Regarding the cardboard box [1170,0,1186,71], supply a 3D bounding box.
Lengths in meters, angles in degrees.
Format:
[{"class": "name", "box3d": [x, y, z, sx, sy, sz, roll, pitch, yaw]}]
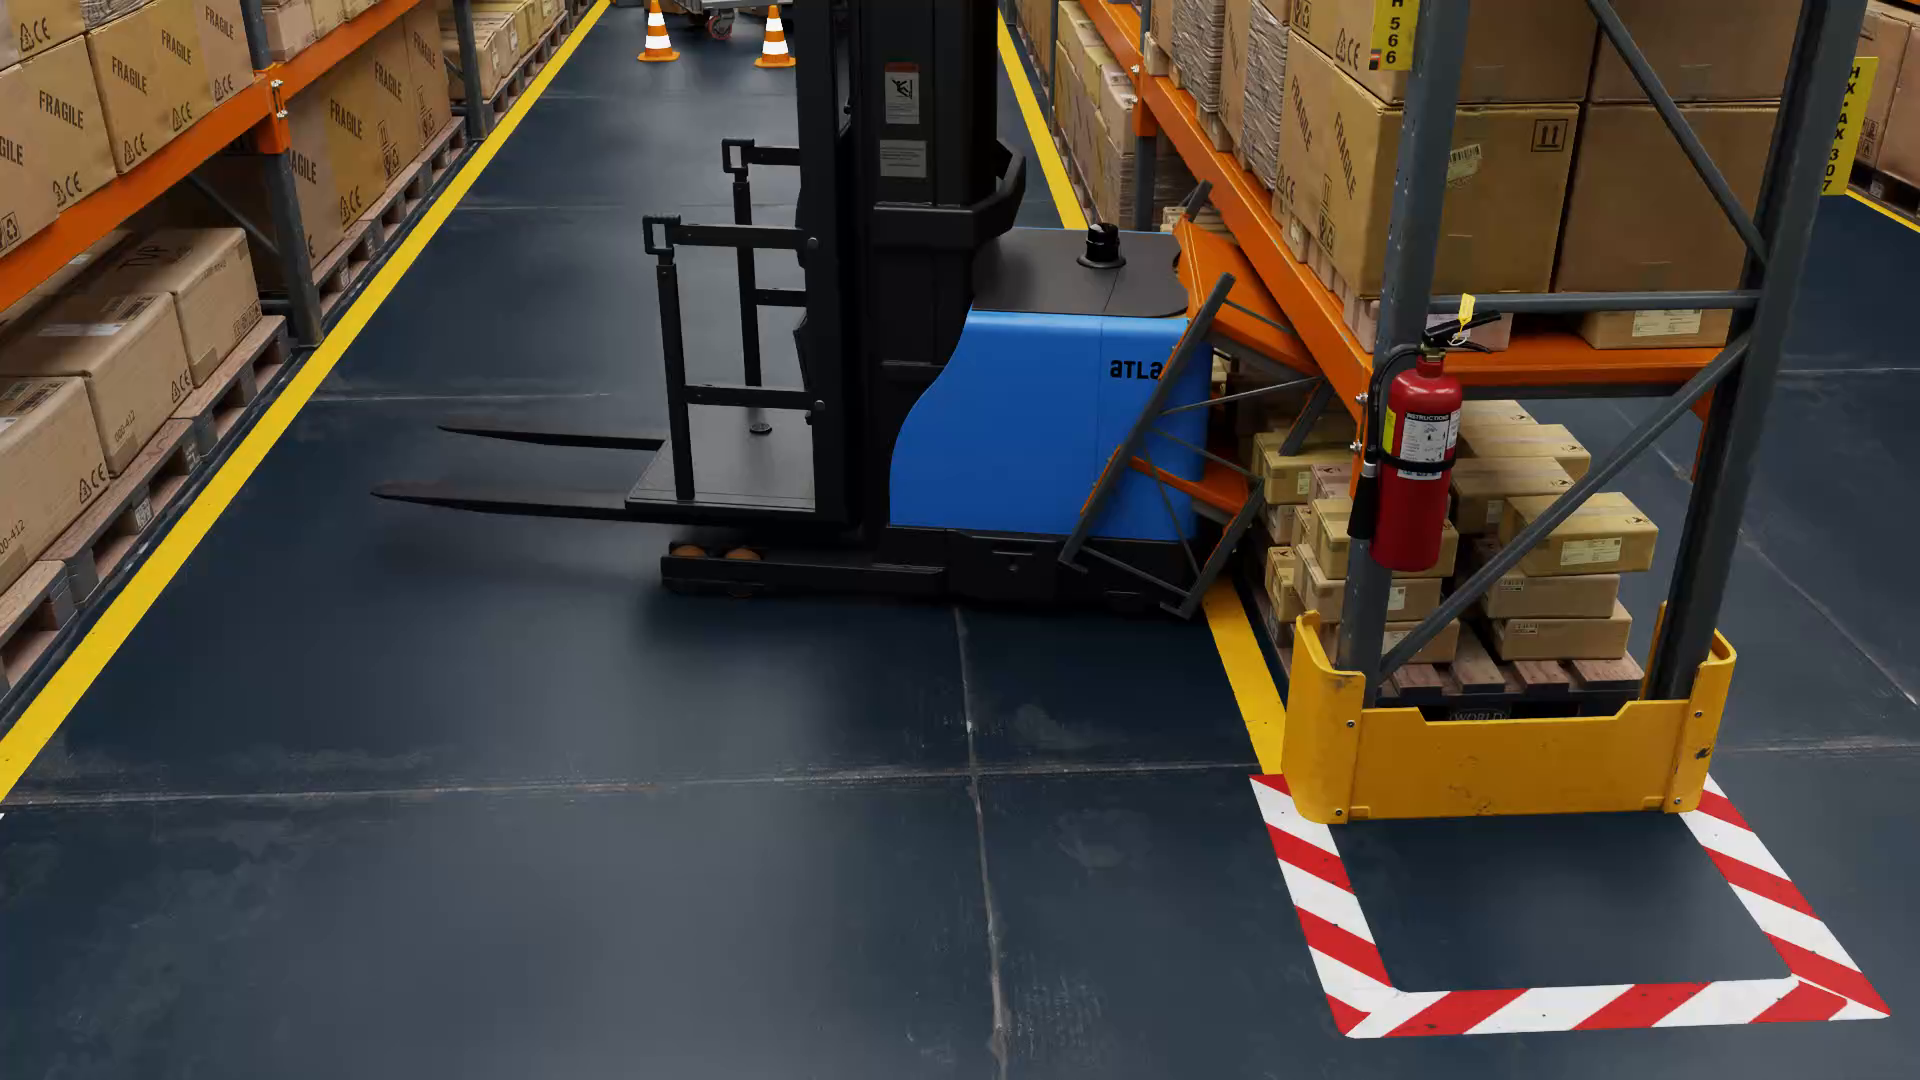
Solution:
[{"class": "cardboard box", "box3d": [1.148, -2.143, 6.685, 0.500, 0.500, 0.500, -1, 28, -3]}]

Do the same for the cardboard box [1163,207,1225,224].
[{"class": "cardboard box", "box3d": [1.152, -1.451, 7.775, 0.380, 0.149, 0.250, 0, 28, -1]}]

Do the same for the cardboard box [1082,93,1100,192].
[{"class": "cardboard box", "box3d": [1.002, -2.317, 9.698, 0.500, 0.500, 0.500, -2, 28, -4]}]

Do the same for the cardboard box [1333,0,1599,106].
[{"class": "cardboard box", "box3d": [1.277, -1.407, 4.194, 0.500, 0.500, 0.500, -2, 28, -4]}]

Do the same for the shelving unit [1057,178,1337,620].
[{"class": "shelving unit", "box3d": [0.826, -0.516, 5.824, 0.538, 1.125, 1.048, 24, 27, -9]}]

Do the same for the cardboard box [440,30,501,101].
[{"class": "cardboard box", "box3d": [-3.826, -3.393, 11.899, 0.950, 0.372, 0.625, -3, 28, -6]}]

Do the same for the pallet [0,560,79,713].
[{"class": "pallet", "box3d": [-3.508, 0.453, 5.154, 1.003, 0.211, 1.213, -1, 28, -3]}]

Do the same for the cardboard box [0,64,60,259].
[{"class": "cardboard box", "box3d": [-3.189, -1.157, 5.117, 0.500, 0.500, 0.500, -2, 28, -3]}]

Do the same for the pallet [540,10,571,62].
[{"class": "pallet", "box3d": [-3.973, -4.362, 14.385, 1.003, 0.211, 1.213, -1, 28, -3]}]

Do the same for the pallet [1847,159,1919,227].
[{"class": "pallet", "box3d": [6.117, -2.186, 10.212, 1.003, 0.211, 1.213, -1, 28, -3]}]

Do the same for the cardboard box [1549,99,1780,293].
[{"class": "cardboard box", "box3d": [1.802, -0.973, 4.441, 0.500, 0.500, 0.500, 0, 28, 0]}]

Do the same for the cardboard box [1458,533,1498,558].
[{"class": "cardboard box", "box3d": [1.821, -0.012, 5.337, 0.380, 0.149, 0.250, -2, 28, -3]}]

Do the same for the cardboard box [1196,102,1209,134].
[{"class": "cardboard box", "box3d": [1.139, -1.696, 6.531, 0.380, 0.149, 0.250, -1, 28, -2]}]

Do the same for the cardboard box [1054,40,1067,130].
[{"class": "cardboard box", "box3d": [0.914, -3.022, 11.049, 0.500, 0.500, 0.500, -3, 28, -5]}]

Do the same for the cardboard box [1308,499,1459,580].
[{"class": "cardboard box", "box3d": [1.269, -0.007, 5.005, 0.380, 0.149, 0.250, -1, 28, -2]}]

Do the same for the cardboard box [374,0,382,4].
[{"class": "cardboard box", "box3d": [-3.413, -3.114, 9.138, 0.500, 0.250, 0.500, -2, 28, -3]}]

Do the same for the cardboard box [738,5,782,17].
[{"class": "cardboard box", "box3d": [-1.914, -5.174, 15.883, 0.258, 0.266, 0.396, -23, 35, -37]}]

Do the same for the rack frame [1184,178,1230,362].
[{"class": "rack frame", "box3d": [0.859, -0.754, 6.272, 0.500, 1.125, 0.032, 24, 27, -9]}]

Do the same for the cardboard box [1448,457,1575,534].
[{"class": "cardboard box", "box3d": [1.727, -0.143, 5.266, 0.380, 0.149, 0.250, -1, 28, -2]}]

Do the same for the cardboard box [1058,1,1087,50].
[{"class": "cardboard box", "box3d": [0.926, -3.363, 10.892, 0.500, 0.250, 0.500, -3, 28, -5]}]

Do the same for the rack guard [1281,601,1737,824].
[{"class": "rack guard", "box3d": [1.546, 0.491, 4.768, 1.175, 0.500, 0.348, -1, 28, -3]}]

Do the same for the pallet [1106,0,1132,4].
[{"class": "pallet", "box3d": [1.276, -3.279, 9.500, 1.003, 0.211, 1.213, -1, 28, -3]}]

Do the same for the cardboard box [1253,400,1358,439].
[{"class": "cardboard box", "box3d": [1.223, -0.362, 5.685, 0.380, 0.149, 0.250, -2, 28, -5]}]

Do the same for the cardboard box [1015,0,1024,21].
[{"class": "cardboard box", "box3d": [1.045, -5.028, 14.626, 1.050, 0.750, 0.750, -2, 28, -3]}]

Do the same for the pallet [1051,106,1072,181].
[{"class": "pallet", "box3d": [1.171, -2.680, 11.159, 1.003, 0.211, 1.213, -1, 28, -3]}]

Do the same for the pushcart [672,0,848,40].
[{"class": "pushcart", "box3d": [-1.741, -4.873, 15.186, 1.648, 0.377, 0.936, -11, 30, -20]}]

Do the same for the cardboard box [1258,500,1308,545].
[{"class": "cardboard box", "box3d": [1.208, -0.113, 5.531, 0.380, 0.149, 0.250, -2, 28, -5]}]

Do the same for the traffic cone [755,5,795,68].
[{"class": "traffic cone", "box3d": [-1.538, -4.185, 13.773, 0.336, 0.463, 0.334, -1, 28, -3]}]

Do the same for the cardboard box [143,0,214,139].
[{"class": "cardboard box", "box3d": [-3.285, -1.862, 6.469, 0.500, 0.500, 0.500, -2, 28, -4]}]

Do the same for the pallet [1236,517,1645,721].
[{"class": "pallet", "box3d": [1.539, 0.243, 5.556, 1.003, 0.211, 1.213, -1, 28, -3]}]

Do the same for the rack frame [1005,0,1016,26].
[{"class": "rack frame", "box3d": [0.923, -6.124, 14.748, 1.000, 3.000, 0.127, -1, 28, -3]}]

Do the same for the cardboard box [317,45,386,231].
[{"class": "cardboard box", "box3d": [-3.764, -2.209, 9.085, 0.875, 0.875, 0.875, -1, 28, -1]}]

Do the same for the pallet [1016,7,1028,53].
[{"class": "pallet", "box3d": [1.039, -4.533, 14.713, 1.003, 0.211, 1.213, -1, 28, -3]}]

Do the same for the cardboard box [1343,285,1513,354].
[{"class": "cardboard box", "box3d": [1.250, -0.615, 4.457, 0.380, 0.149, 0.250, -1, 28, -3]}]

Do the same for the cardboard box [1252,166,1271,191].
[{"class": "cardboard box", "box3d": [1.241, -1.334, 5.836, 0.380, 0.149, 0.250, -1, 28, -2]}]

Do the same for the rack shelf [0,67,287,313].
[{"class": "rack shelf", "box3d": [-3.493, -1.021, 5.742, 1.077, 0.370, 4.000, -1, 28, -3]}]

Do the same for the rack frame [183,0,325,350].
[{"class": "rack frame", "box3d": [-3.597, -2.263, 7.346, 1.000, 3.000, 0.127, -1, 28, -3]}]

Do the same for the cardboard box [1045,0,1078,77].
[{"class": "cardboard box", "box3d": [1.190, -3.749, 12.173, 1.050, 0.750, 0.750, -2, 28, -3]}]

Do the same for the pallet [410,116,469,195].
[{"class": "pallet", "box3d": [-3.840, -2.508, 10.831, 1.003, 0.211, 1.213, -1, 28, -3]}]

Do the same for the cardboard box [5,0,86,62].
[{"class": "cardboard box", "box3d": [-3.224, -1.839, 5.342, 0.500, 0.500, 0.500, -1, 28, -2]}]

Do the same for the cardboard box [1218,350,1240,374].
[{"class": "cardboard box", "box3d": [1.208, -0.729, 6.390, 0.380, 0.149, 0.250, -1, 28, -2]}]

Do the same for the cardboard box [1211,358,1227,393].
[{"class": "cardboard box", "box3d": [1.131, -0.597, 6.459, 0.380, 0.149, 0.250, -1, 28, -2]}]

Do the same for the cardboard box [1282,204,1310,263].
[{"class": "cardboard box", "box3d": [1.210, -0.963, 5.125, 0.380, 0.149, 0.250, -1, 28, -1]}]

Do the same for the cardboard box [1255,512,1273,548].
[{"class": "cardboard box", "box3d": [1.246, -0.097, 5.821, 0.380, 0.149, 0.250, -1, 28, -2]}]

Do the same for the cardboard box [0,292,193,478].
[{"class": "cardboard box", "box3d": [-3.624, -0.608, 6.488, 0.875, 0.438, 0.875, -2, 28, -4]}]

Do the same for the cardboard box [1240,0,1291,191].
[{"class": "cardboard box", "box3d": [1.211, -1.432, 5.322, 0.500, 0.500, 0.500, -1, 28, -2]}]

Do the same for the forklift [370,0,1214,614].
[{"class": "forklift", "box3d": [-0.622, -1.337, 5.644, 3.031, 2.935, 1.130, 3, 28, 7]}]

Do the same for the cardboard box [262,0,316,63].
[{"class": "cardboard box", "box3d": [-3.357, -2.407, 7.783, 0.500, 0.250, 0.500, -2, 28, -4]}]

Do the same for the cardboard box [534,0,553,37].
[{"class": "cardboard box", "box3d": [-3.944, -4.405, 13.840, 0.950, 0.372, 0.625, 0, 28, 1]}]

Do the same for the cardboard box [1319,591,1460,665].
[{"class": "cardboard box", "box3d": [1.314, 0.257, 5.142, 0.380, 0.149, 0.250, -1, 28, -2]}]

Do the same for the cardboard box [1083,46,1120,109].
[{"class": "cardboard box", "box3d": [0.994, -2.659, 9.543, 0.500, 0.250, 0.500, -3, 28, -5]}]
